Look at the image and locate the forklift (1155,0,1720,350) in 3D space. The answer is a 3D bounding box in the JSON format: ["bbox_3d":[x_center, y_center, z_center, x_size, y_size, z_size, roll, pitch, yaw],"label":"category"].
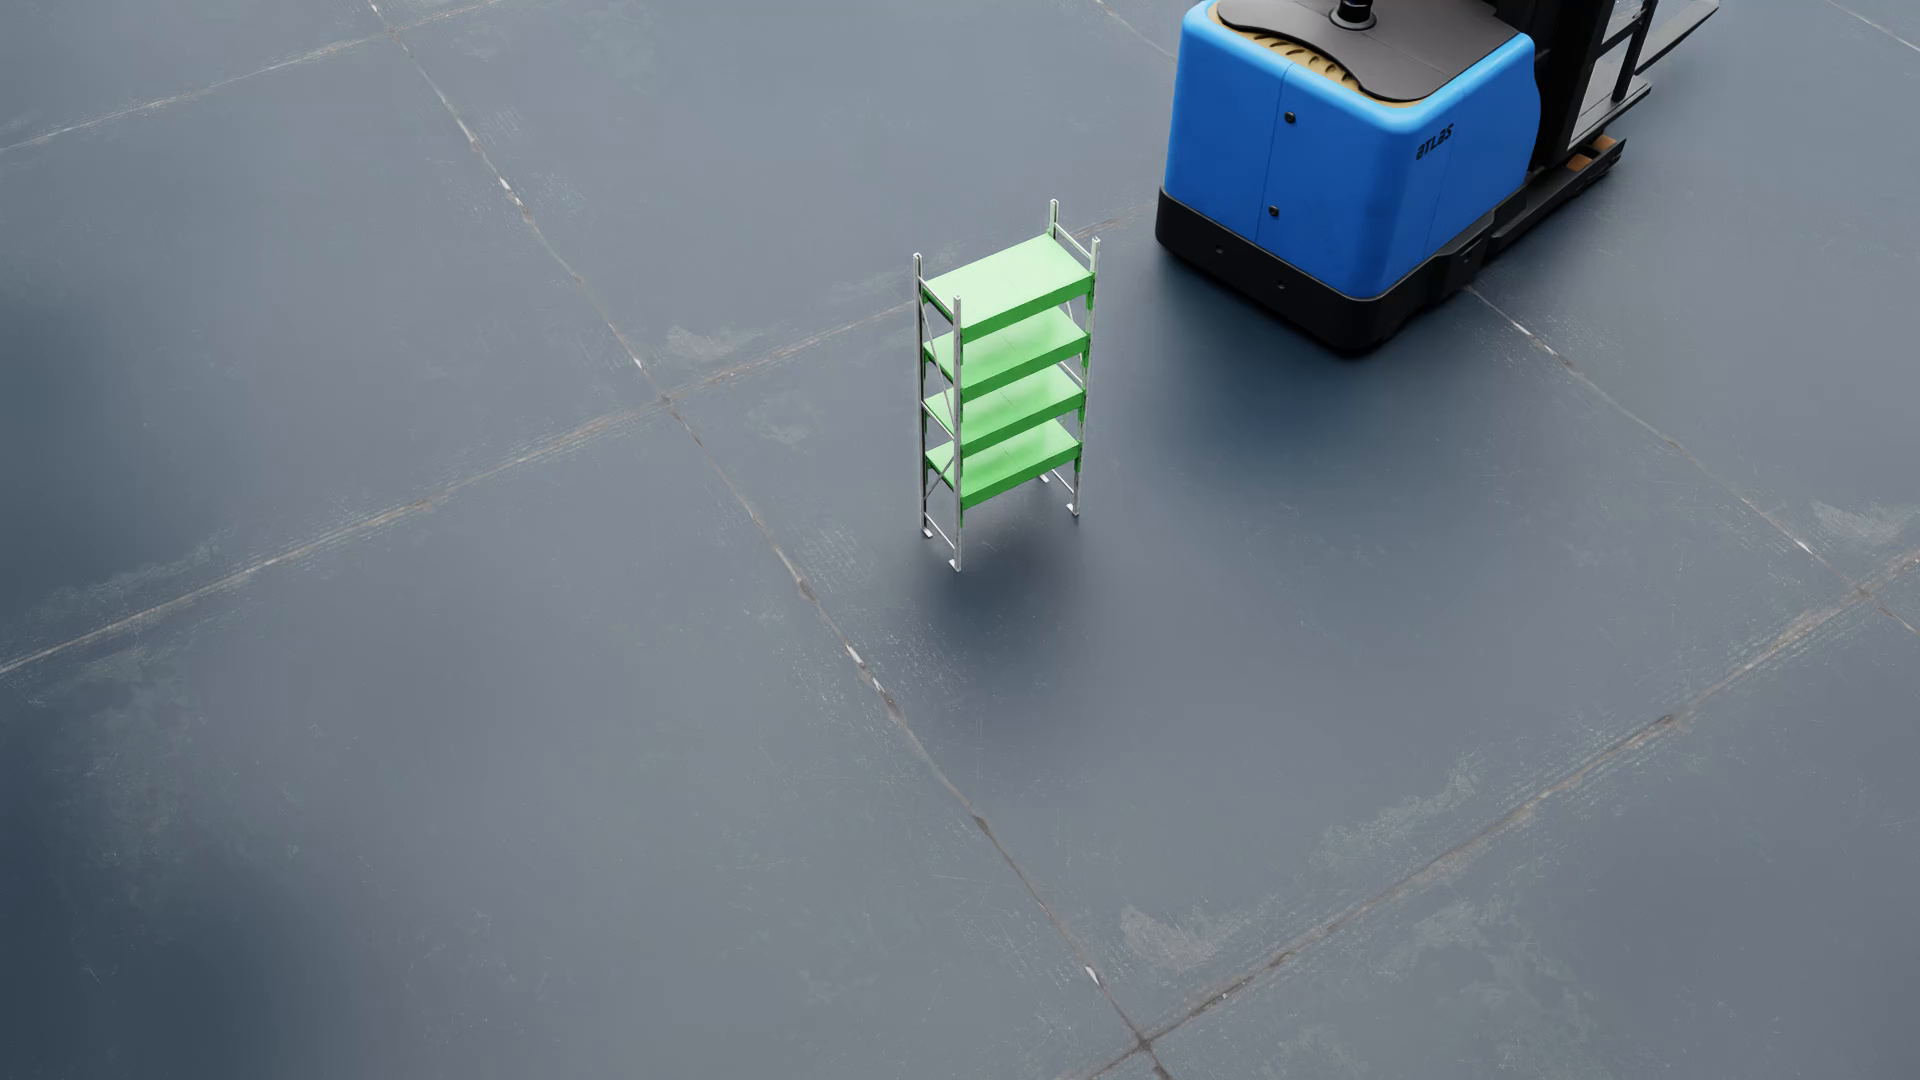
[{"bbox_3d":[2.192,-2.687,6.180,3.031,2.935,1.130,-37,58,-28],"label":"forklift"}]

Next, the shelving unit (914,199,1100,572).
[{"bbox_3d":[0.140,-0.465,5.361,0.503,1.200,0.258,-25,53,-21],"label":"shelving unit"}]

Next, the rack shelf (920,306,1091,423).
[{"bbox_3d":[0.140,-0.582,5.229,0.480,0.148,0.258,-25,53,-21],"label":"rack shelf"}]

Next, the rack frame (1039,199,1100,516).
[{"bbox_3d":[0.346,-0.562,5.447,0.015,1.200,0.240,-25,53,-21],"label":"rack frame"}]

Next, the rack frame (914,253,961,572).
[{"bbox_3d":[-0.066,-0.368,5.274,0.015,1.200,0.240,-25,53,-21],"label":"rack frame"}]

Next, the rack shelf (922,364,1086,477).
[{"bbox_3d":[0.140,-0.423,5.408,0.480,0.148,0.258,-25,53,-21],"label":"rack shelf"}]

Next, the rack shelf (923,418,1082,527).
[{"bbox_3d":[0.140,-0.263,5.588,0.480,0.148,0.258,-25,53,-21],"label":"rack shelf"}]

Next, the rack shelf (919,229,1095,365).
[{"bbox_3d":[0.140,-0.742,5.050,0.480,0.148,0.258,-25,53,-21],"label":"rack shelf"}]
